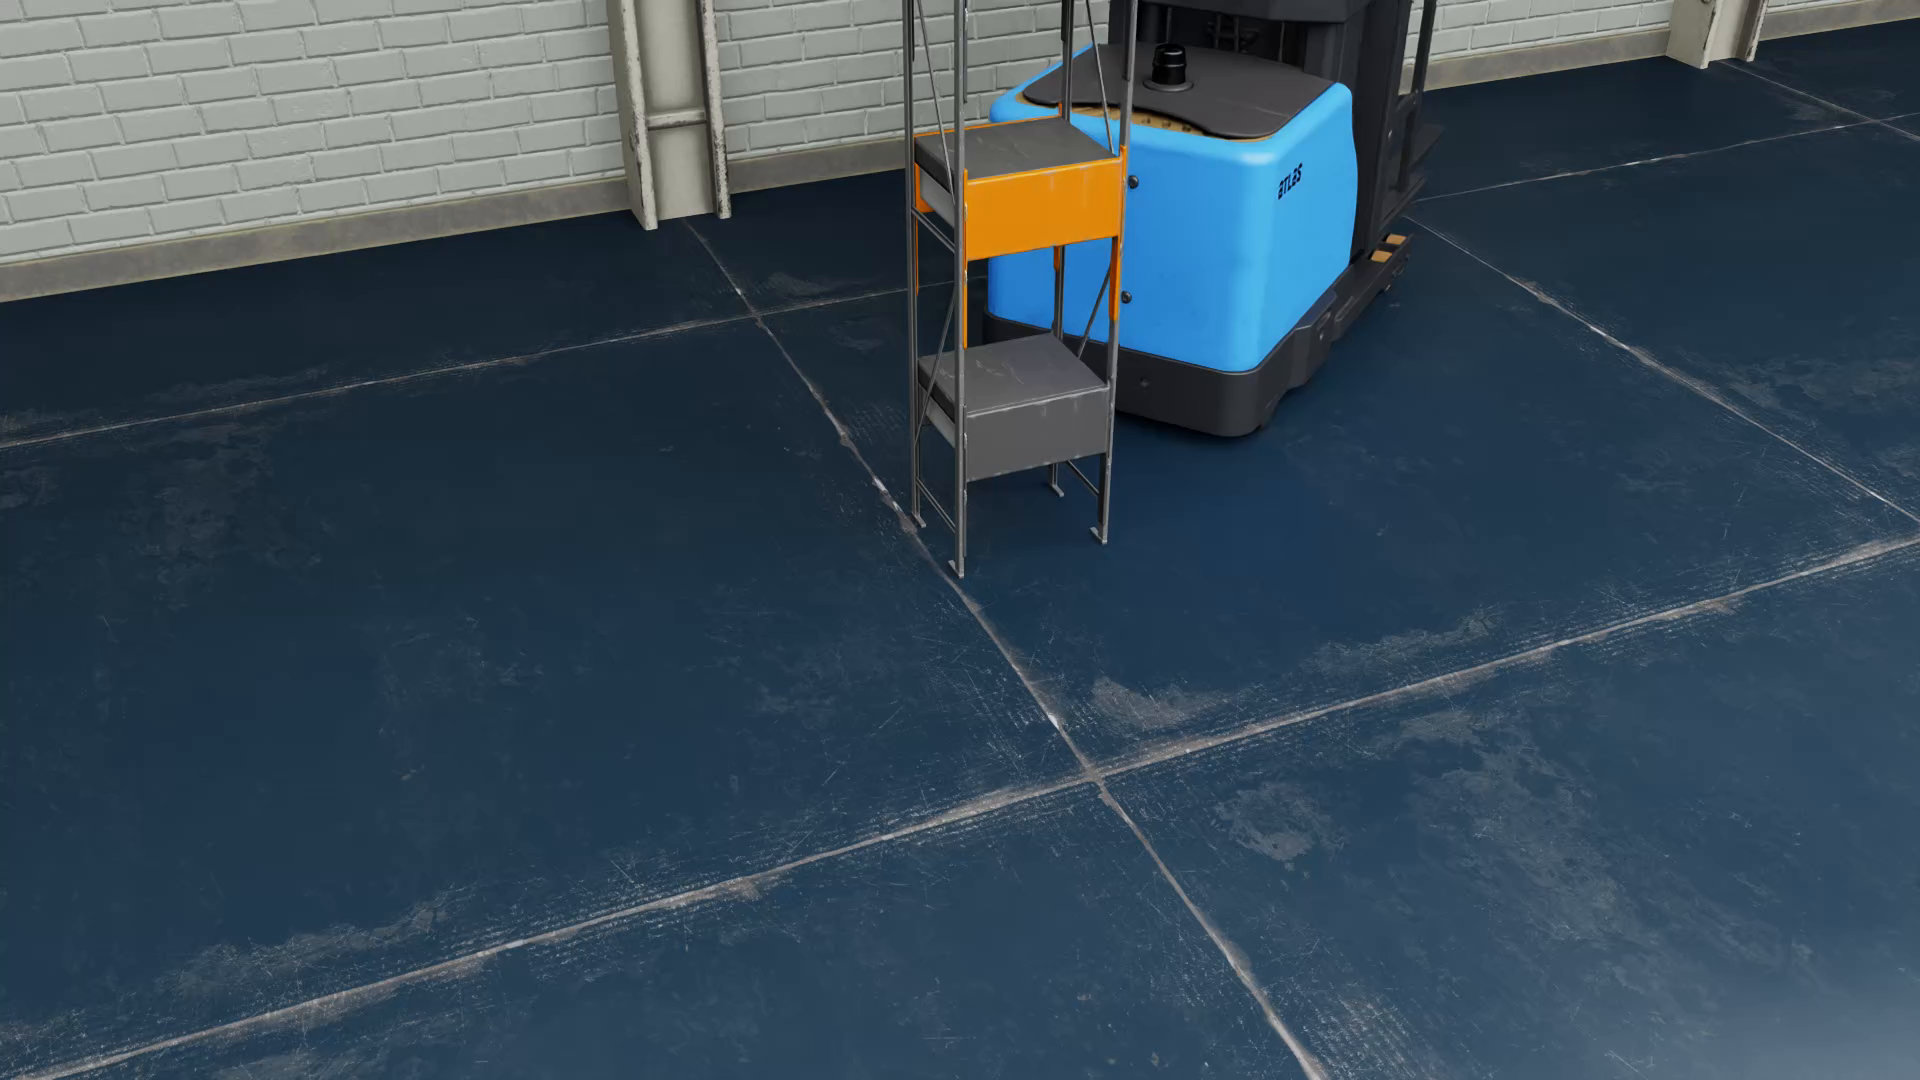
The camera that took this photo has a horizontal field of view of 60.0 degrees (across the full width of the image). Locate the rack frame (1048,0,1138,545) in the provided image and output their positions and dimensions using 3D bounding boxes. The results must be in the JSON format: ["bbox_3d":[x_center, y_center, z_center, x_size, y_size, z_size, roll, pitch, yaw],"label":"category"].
[{"bbox_3d":[0.378,-0.967,4.810,0.015,2.100,0.400,-13,35,-19],"label":"rack frame"}]

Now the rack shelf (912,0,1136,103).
[{"bbox_3d":[0.153,-1.490,4.357,0.480,0.518,0.431,-13,35,-19],"label":"rack shelf"}]

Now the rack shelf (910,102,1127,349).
[{"bbox_3d":[0.153,-0.904,4.738,0.480,0.518,0.431,-13,35,-19],"label":"rack shelf"}]

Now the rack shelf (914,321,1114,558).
[{"bbox_3d":[0.153,-0.317,5.120,0.480,0.518,0.431,-13,35,-19],"label":"rack shelf"}]

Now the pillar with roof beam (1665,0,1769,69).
[{"bbox_3d":[5.930,-4.363,3.705,0.400,9.000,9.100,-13,35,-19],"label":"pillar with roof beam"}]

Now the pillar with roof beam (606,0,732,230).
[{"bbox_3d":[0.398,-3.096,1.758,0.400,9.000,9.100,-13,35,-19],"label":"pillar with roof beam"}]

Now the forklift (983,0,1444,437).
[{"bbox_3d":[1.243,-2.357,6.185,1.130,2.935,3.031,17,37,24],"label":"forklift"}]

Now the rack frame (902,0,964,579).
[{"bbox_3d":[-0.072,-0.864,4.652,0.015,2.100,0.400,-13,35,-19],"label":"rack frame"}]

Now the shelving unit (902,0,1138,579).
[{"bbox_3d":[0.153,-0.915,4.731,0.503,2.100,0.431,-13,35,-19],"label":"shelving unit"}]
